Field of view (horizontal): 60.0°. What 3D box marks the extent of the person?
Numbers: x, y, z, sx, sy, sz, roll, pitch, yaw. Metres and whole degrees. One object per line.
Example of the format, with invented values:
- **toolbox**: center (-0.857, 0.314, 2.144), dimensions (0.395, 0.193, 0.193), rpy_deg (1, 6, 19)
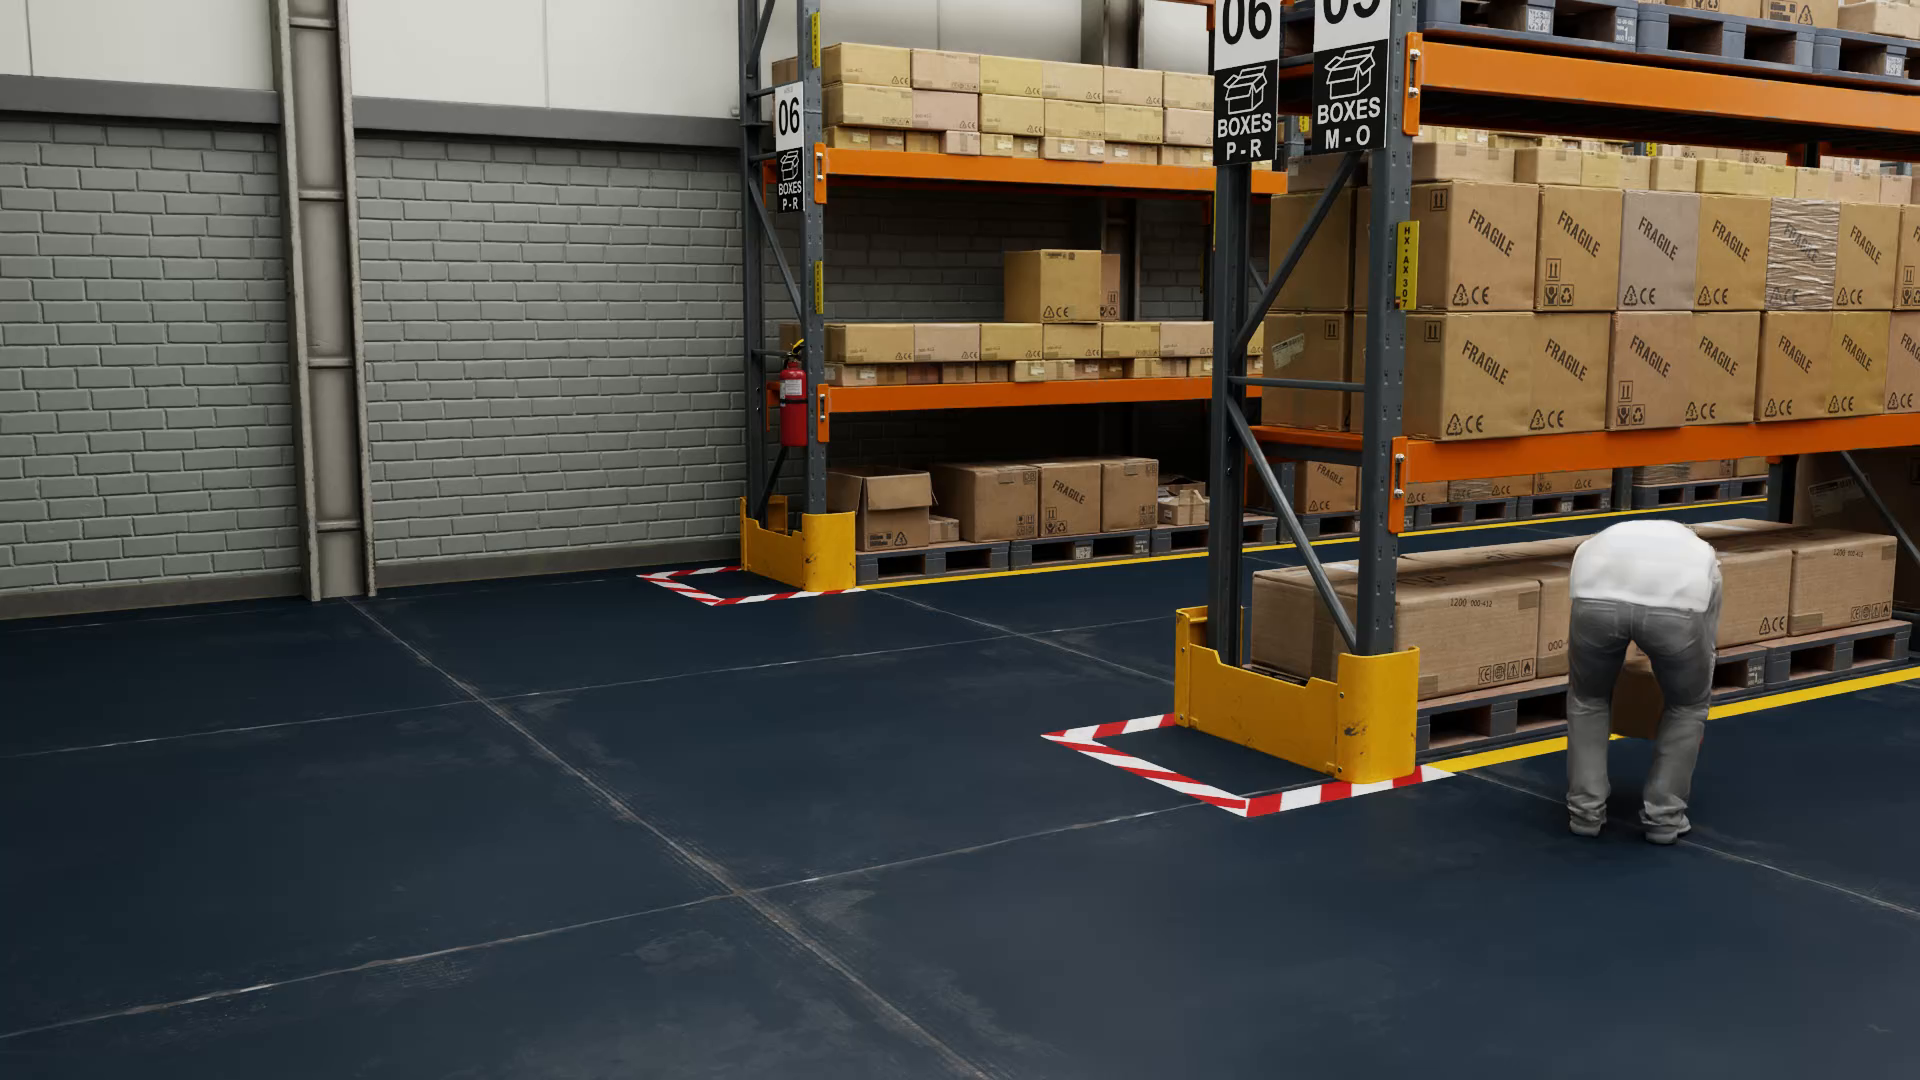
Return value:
- **person**: center (2.447, 0.451, 5.941), dimensions (0.467, 1.100, 1.013), rpy_deg (5, 9, 30)
